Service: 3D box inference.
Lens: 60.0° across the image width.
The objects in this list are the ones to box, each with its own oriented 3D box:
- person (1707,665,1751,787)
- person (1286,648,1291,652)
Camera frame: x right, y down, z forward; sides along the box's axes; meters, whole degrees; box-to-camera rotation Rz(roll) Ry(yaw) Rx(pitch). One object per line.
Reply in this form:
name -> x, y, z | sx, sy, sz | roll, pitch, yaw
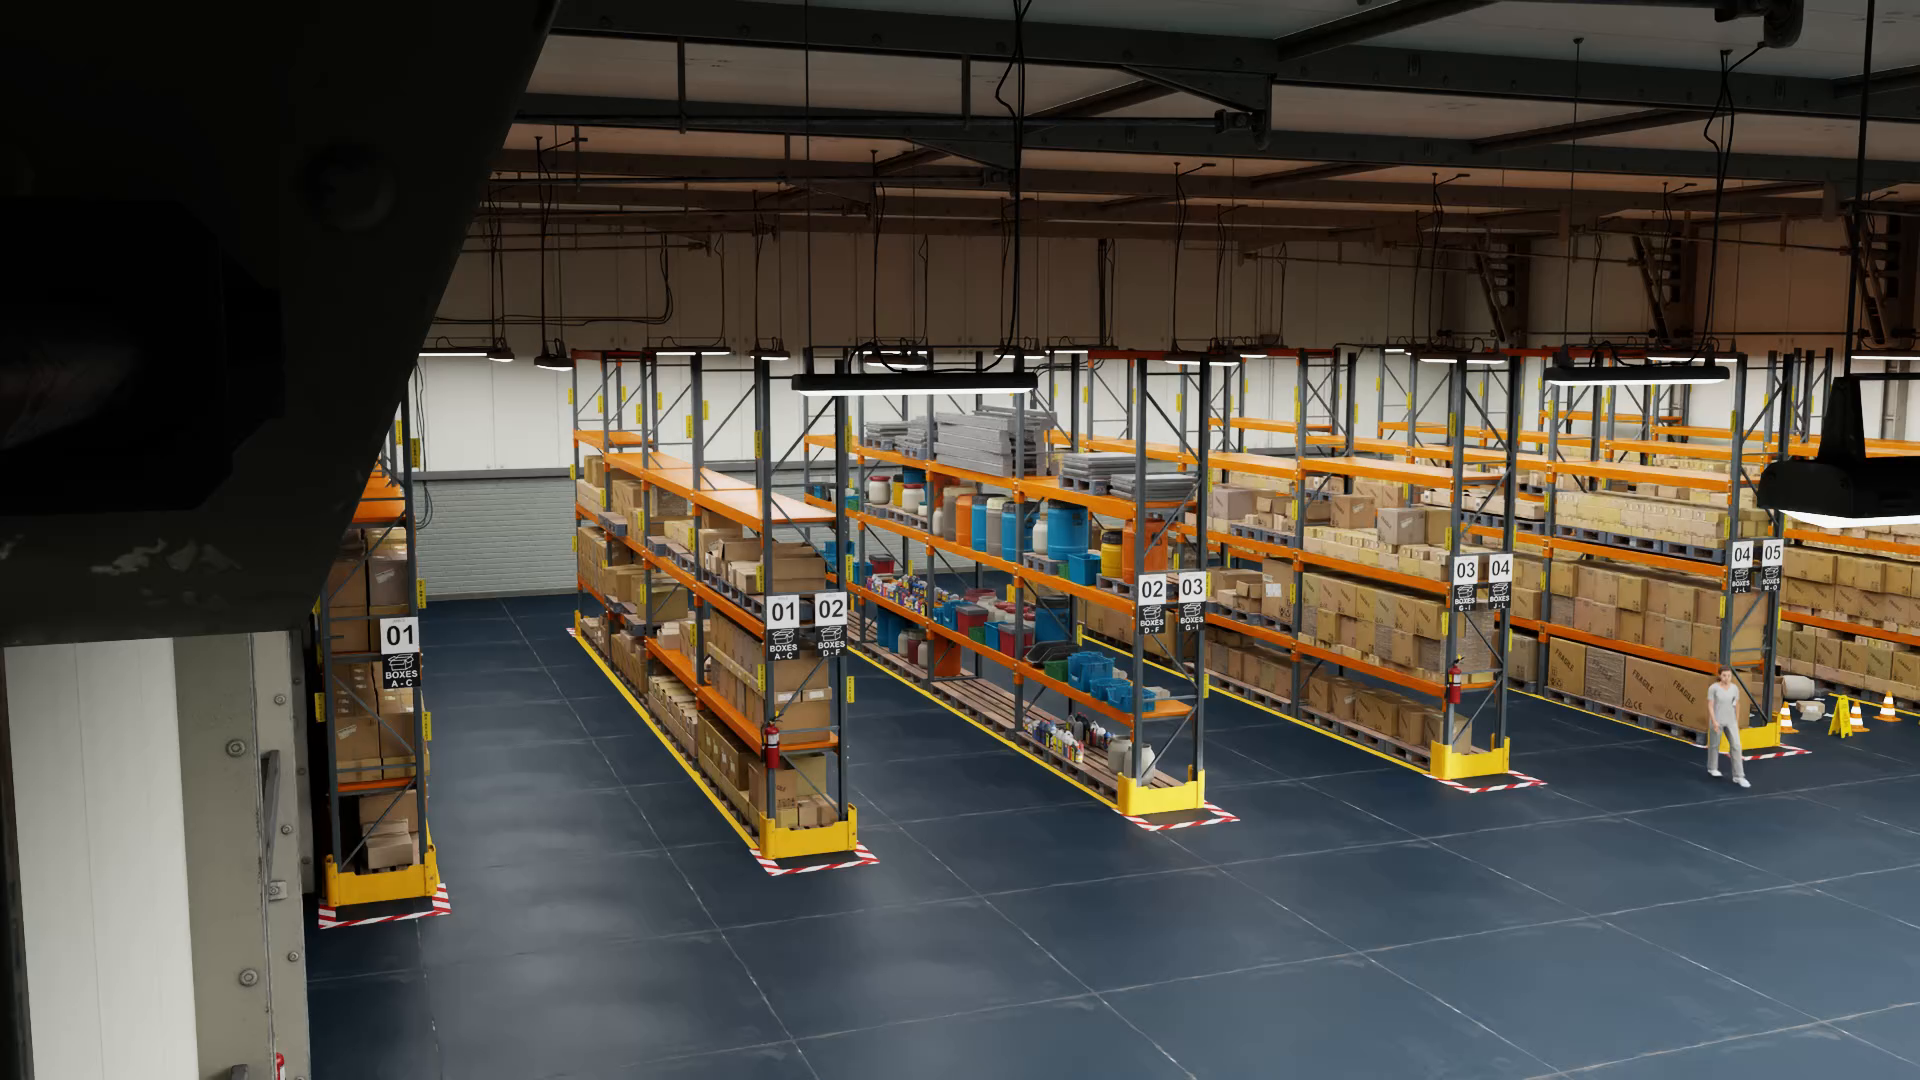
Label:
person -> 10.813, 2.583, 23.466 | 0.504, 1.638, 0.871 | 1, 7, 9
person -> 6.666, 1.398, 32.907 | 0.573, 1.721, 0.535 | -2, 7, -17
